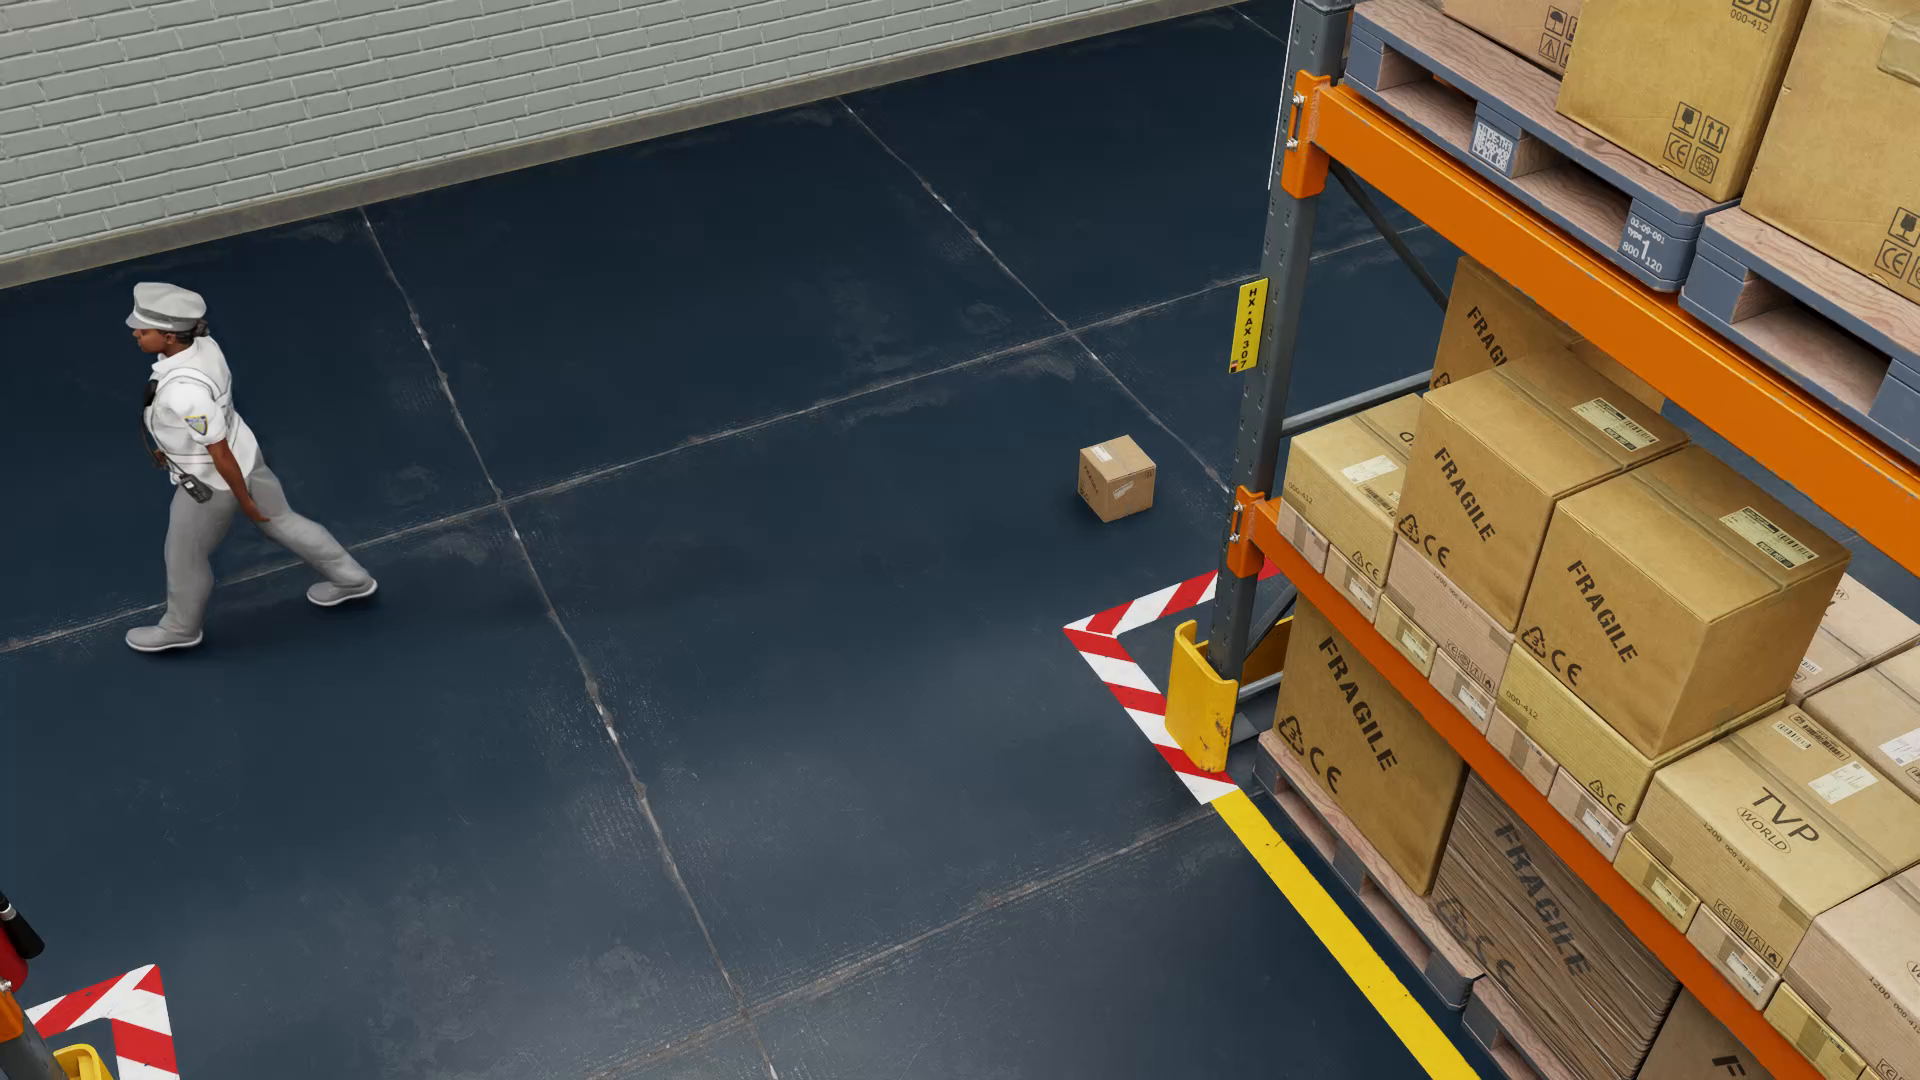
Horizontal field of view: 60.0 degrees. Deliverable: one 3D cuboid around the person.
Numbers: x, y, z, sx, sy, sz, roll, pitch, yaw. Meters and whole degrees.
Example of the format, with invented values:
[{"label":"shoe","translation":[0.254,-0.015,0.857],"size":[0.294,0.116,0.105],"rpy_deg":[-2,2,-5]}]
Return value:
[{"label":"person","translation":[-2.952,-0.291,6.452],"size":[0.988,1.632,0.449],"rpy_deg":[-5,42,-6]}]
